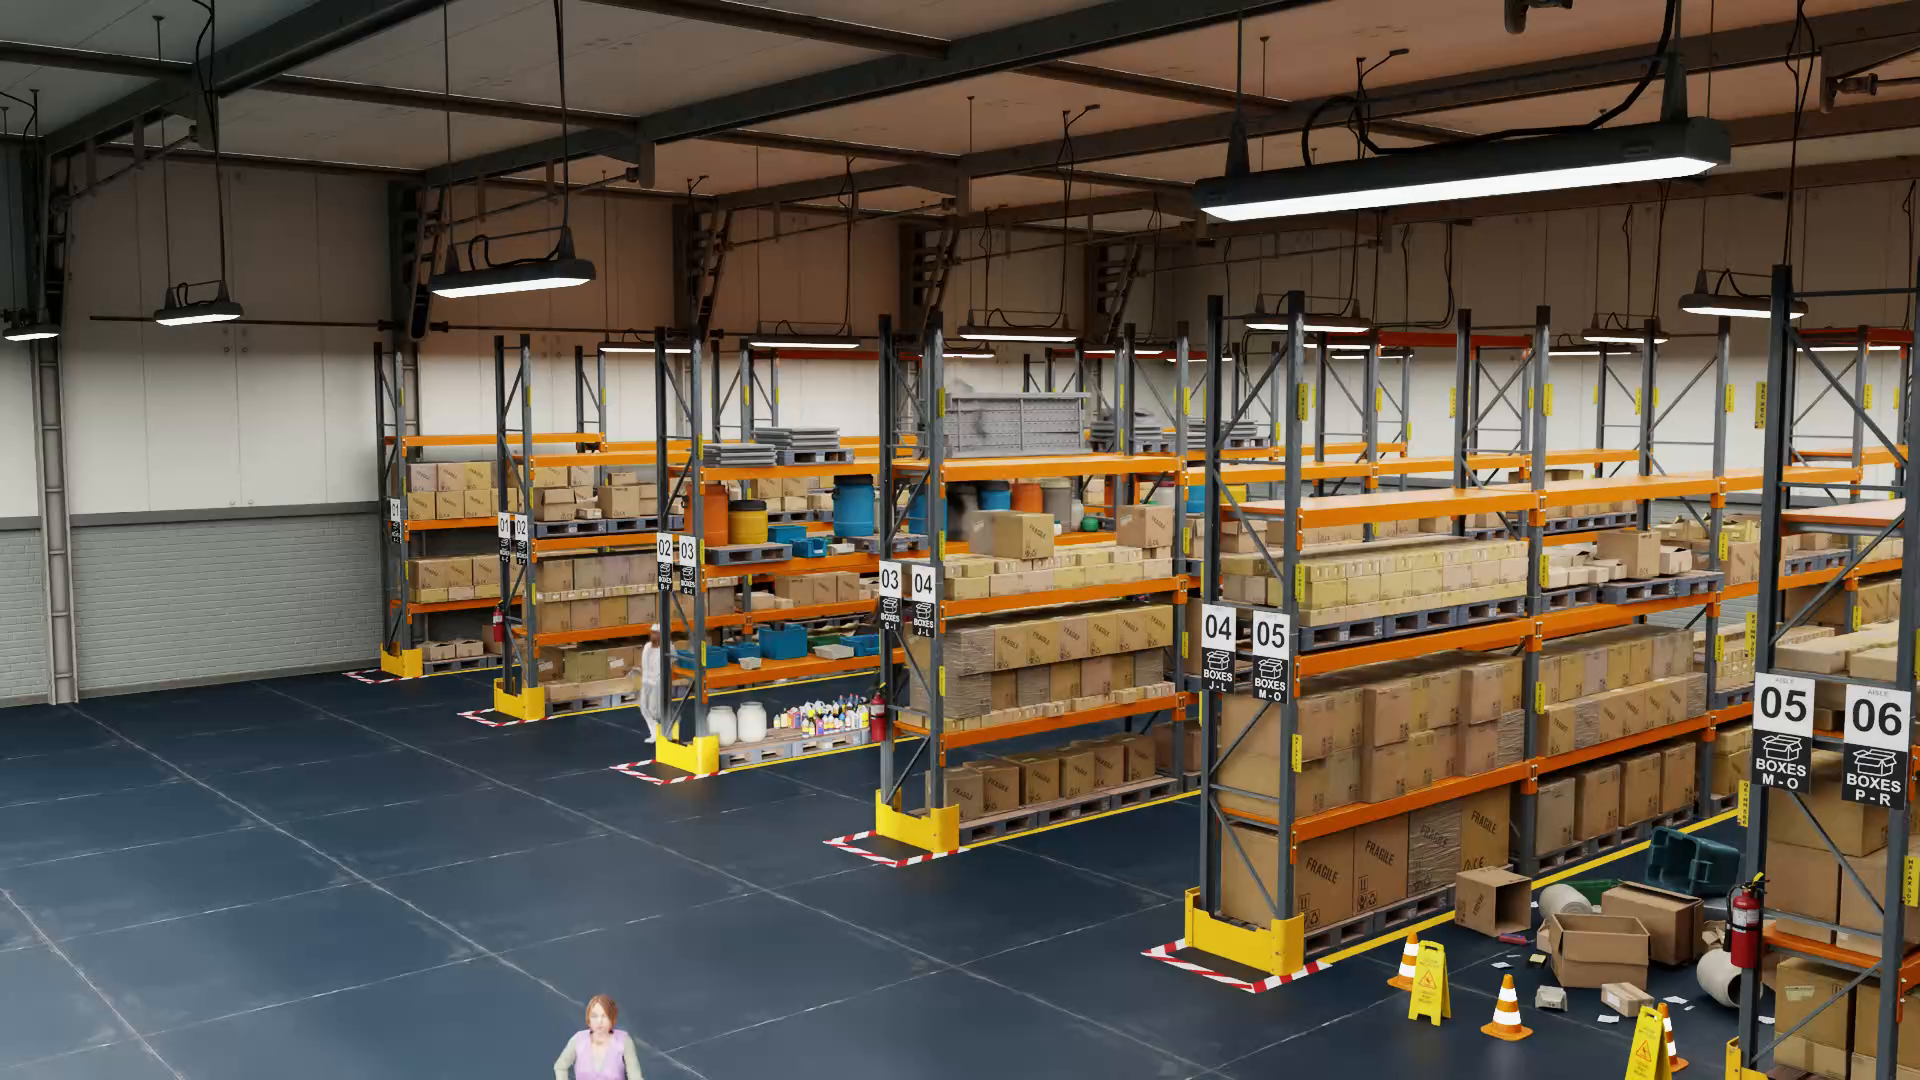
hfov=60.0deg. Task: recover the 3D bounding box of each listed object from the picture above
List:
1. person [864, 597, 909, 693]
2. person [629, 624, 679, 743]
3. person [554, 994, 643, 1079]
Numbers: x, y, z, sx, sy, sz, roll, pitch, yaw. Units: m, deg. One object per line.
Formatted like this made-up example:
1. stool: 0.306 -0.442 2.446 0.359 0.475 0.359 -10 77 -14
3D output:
1. person: -1.184 1.553 26.887 0.869 1.777 0.711 -5 7 -44
2. person: -4.431 2.081 24.161 0.679 1.732 0.611 4 6 36
3. person: -2.149 3.485 9.895 0.522 1.559 0.549 -1 5 -11
